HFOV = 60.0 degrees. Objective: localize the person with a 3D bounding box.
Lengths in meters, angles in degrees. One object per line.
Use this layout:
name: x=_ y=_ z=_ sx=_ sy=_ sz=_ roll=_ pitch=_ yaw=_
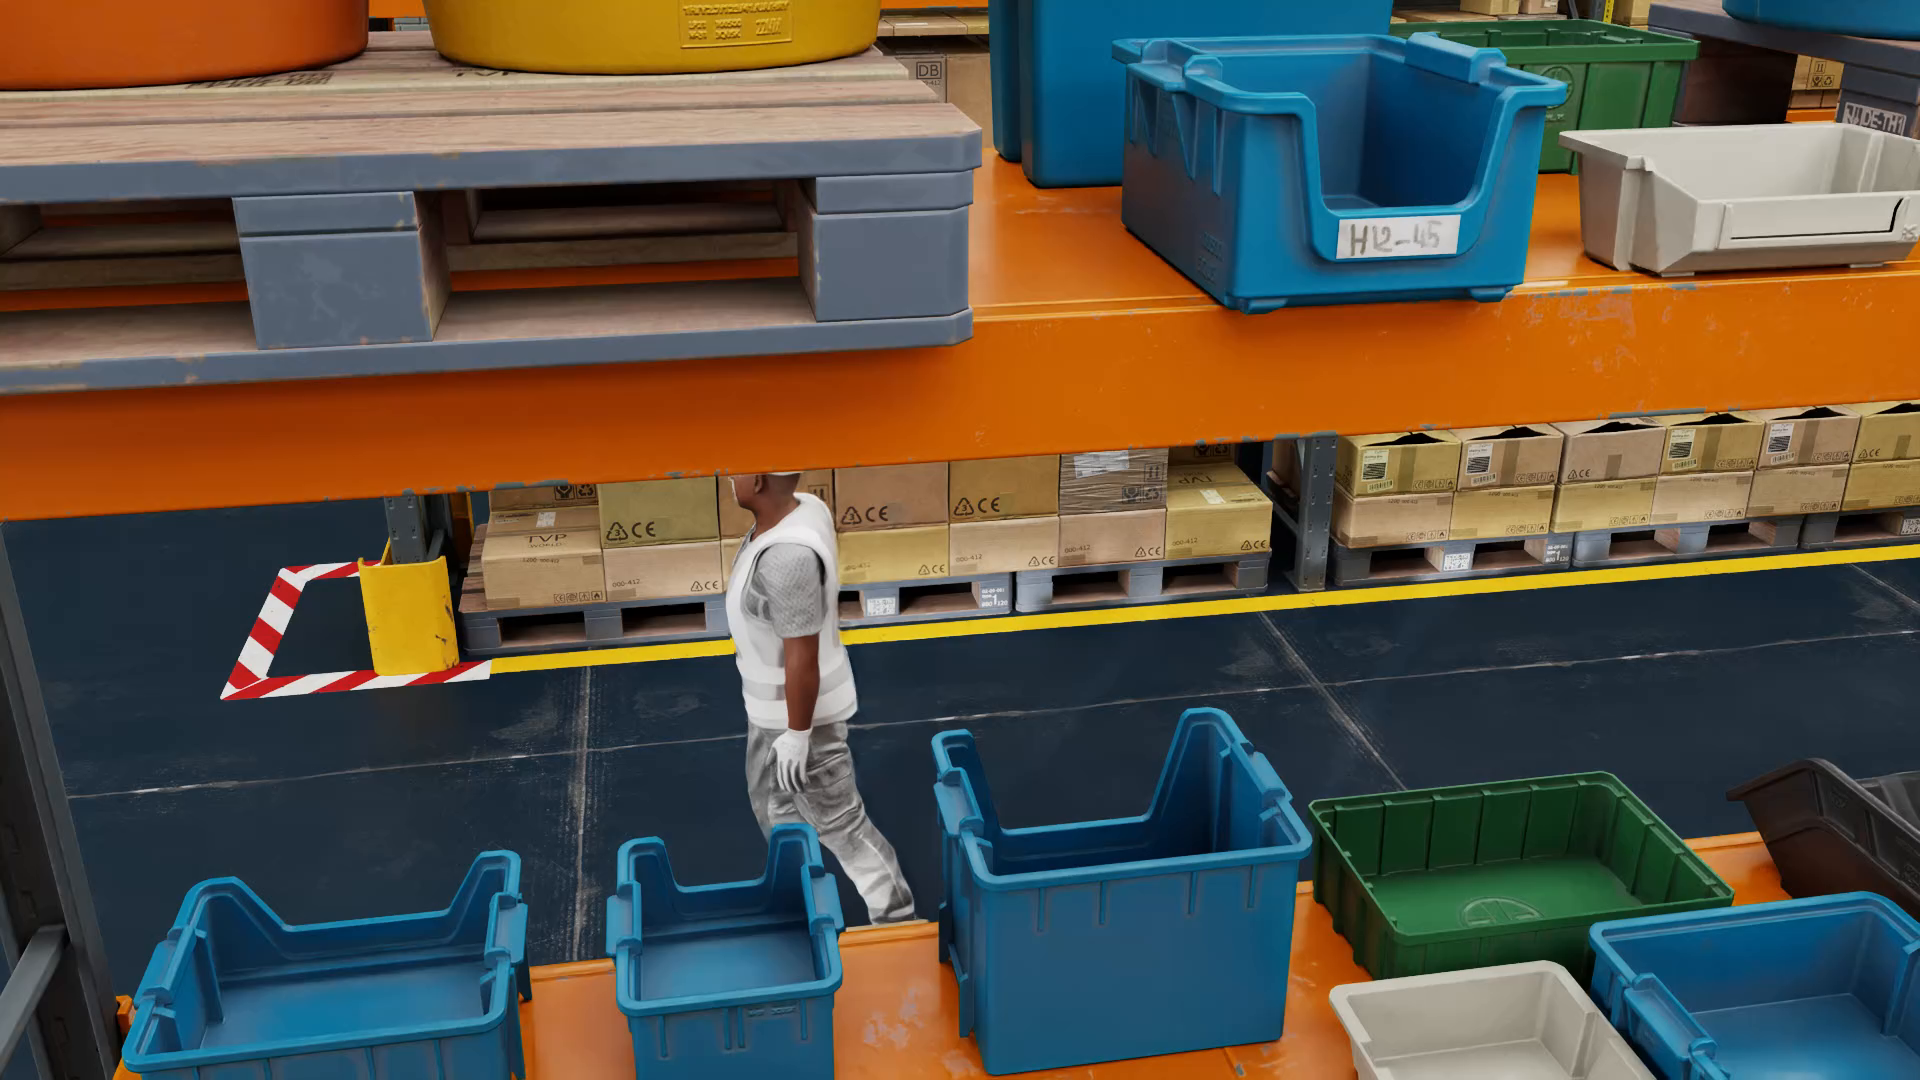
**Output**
person: x=-0.441 y=0.481 z=4.954 sx=0.603 sy=1.776 sz=0.599 roll=-3 pitch=23 yaw=-6
